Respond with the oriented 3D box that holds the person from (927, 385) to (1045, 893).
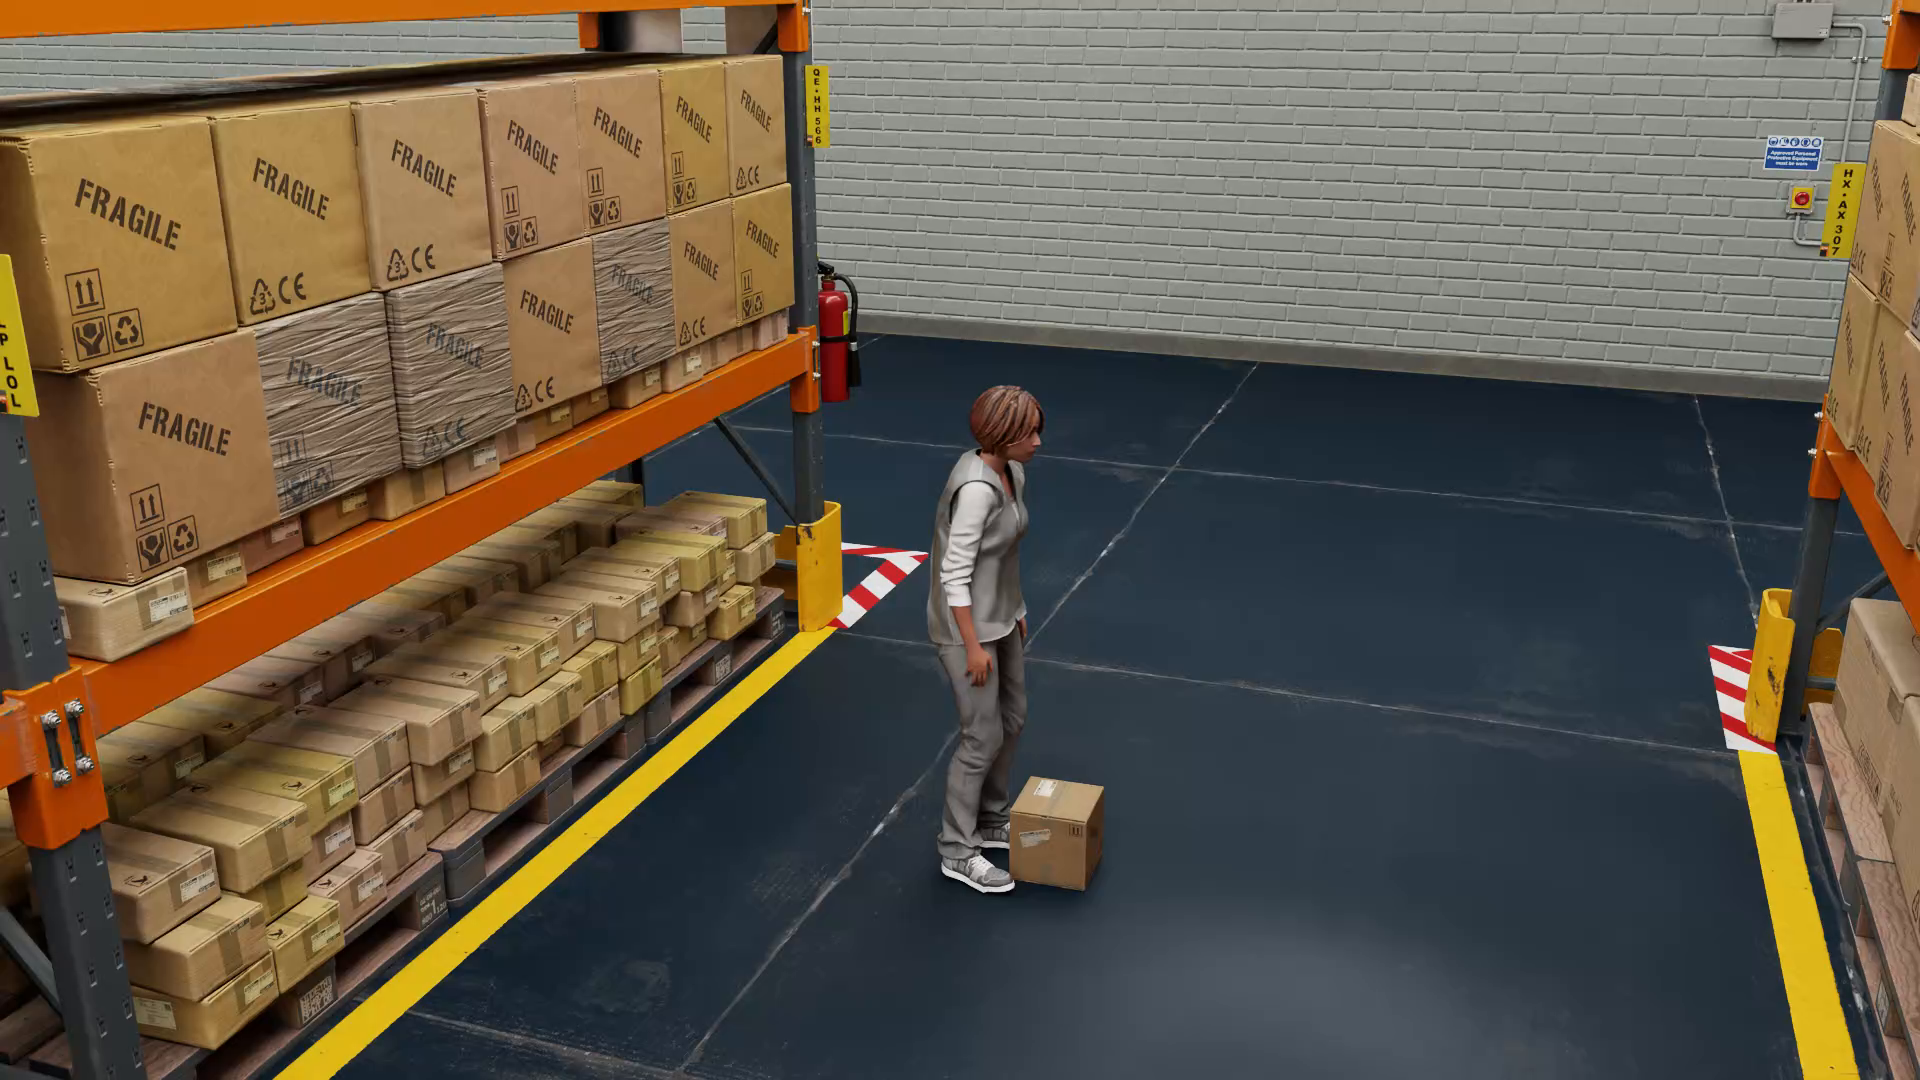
[{"bbox_3d":[0.090,0.297,5.231,0.365,1.582,0.461,7,20,19],"label":"person"}]
